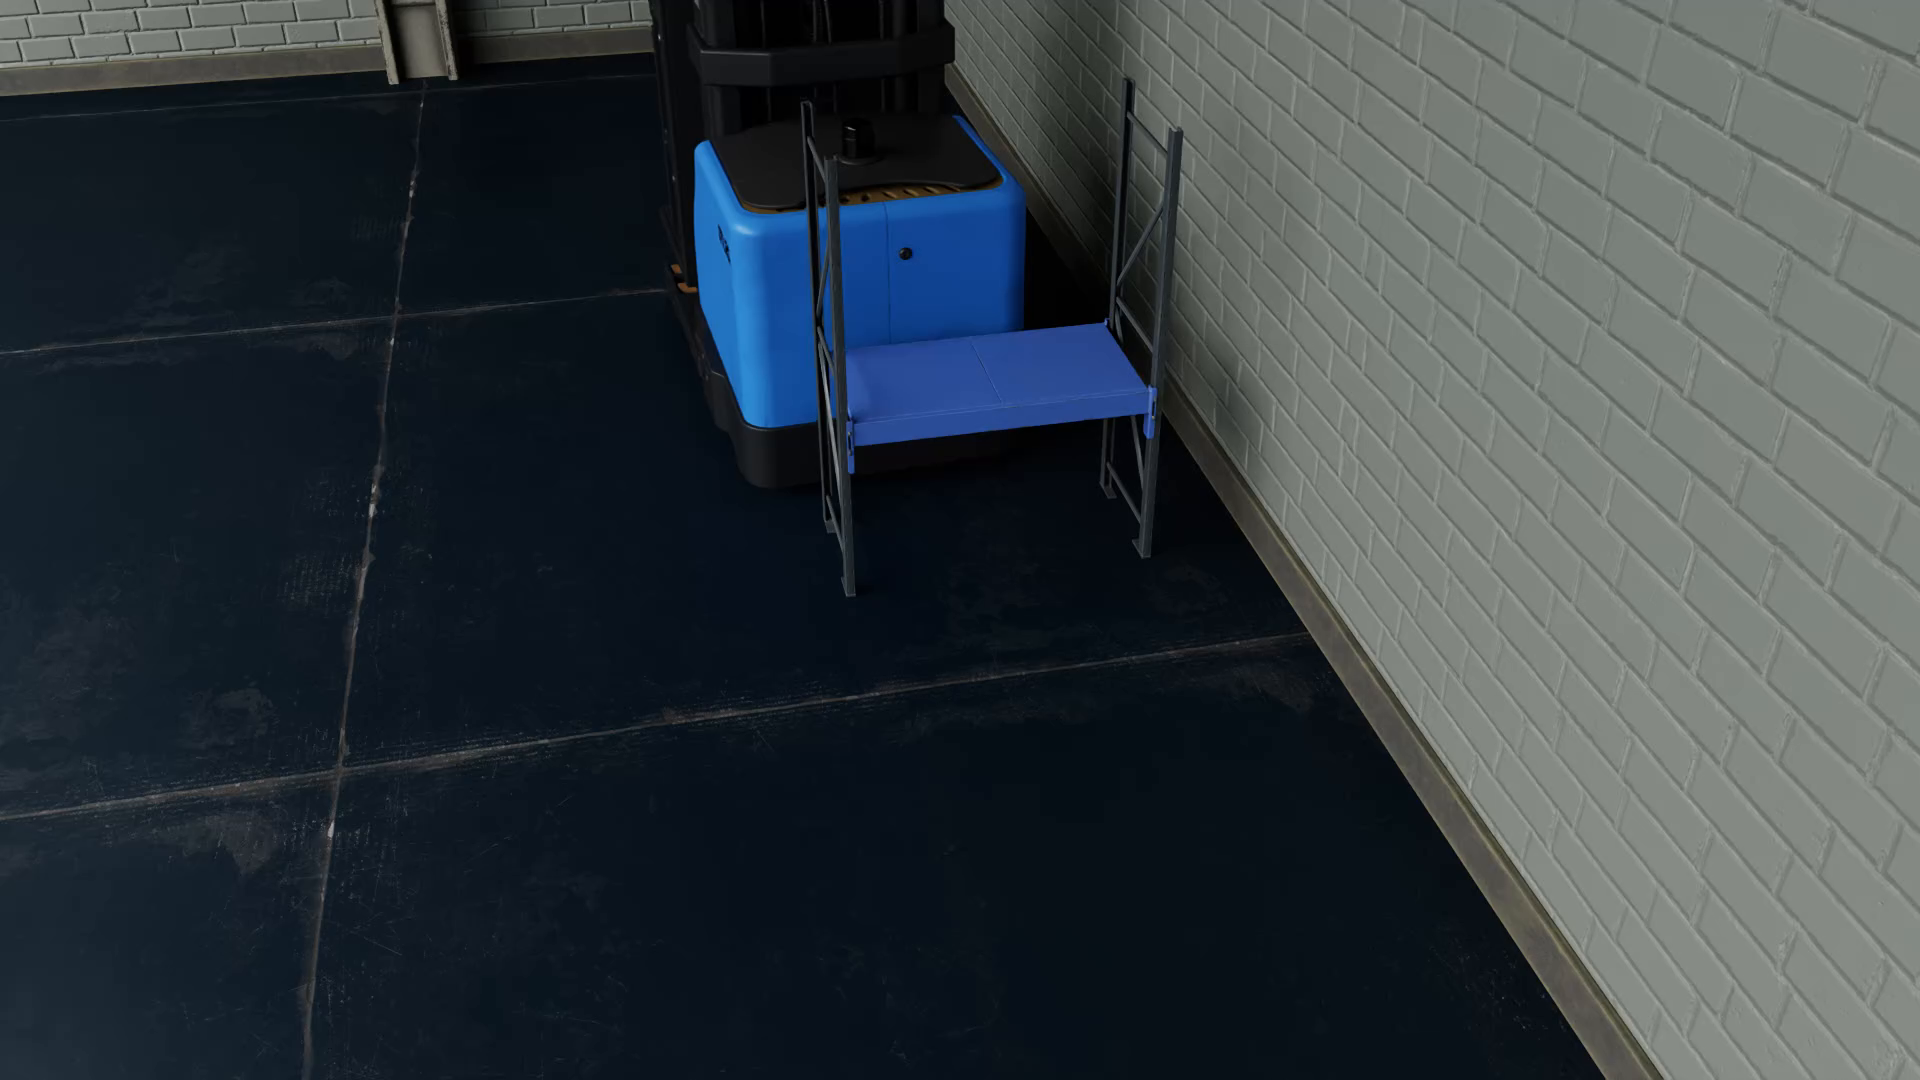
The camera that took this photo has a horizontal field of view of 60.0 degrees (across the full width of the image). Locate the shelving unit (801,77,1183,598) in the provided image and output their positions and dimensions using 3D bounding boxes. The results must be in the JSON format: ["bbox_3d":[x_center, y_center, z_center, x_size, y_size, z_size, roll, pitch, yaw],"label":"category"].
[{"bbox_3d":[0.083,-0.633,5.348,1.048,1.500,0.538,-7,35,-11],"label":"shelving unit"}]

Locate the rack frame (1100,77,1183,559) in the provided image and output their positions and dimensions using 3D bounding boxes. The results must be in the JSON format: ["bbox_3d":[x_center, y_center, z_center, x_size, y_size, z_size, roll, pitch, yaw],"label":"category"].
[{"bbox_3d":[0.579,-0.696,5.441,0.032,1.500,0.500,-7,35,-11],"label":"rack frame"}]

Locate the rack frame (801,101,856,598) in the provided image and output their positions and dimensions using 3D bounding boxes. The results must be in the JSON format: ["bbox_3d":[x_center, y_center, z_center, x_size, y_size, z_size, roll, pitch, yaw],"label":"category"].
[{"bbox_3d":[-0.413,-0.571,5.255,0.032,1.500,0.500,-7,35,-11],"label":"rack frame"}]

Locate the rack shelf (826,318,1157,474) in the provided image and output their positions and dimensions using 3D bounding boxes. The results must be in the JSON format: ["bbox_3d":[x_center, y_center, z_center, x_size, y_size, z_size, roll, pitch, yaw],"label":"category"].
[{"bbox_3d":[0.083,-0.484,5.448,1.000,0.185,0.538,-7,35,-11],"label":"rack shelf"}]

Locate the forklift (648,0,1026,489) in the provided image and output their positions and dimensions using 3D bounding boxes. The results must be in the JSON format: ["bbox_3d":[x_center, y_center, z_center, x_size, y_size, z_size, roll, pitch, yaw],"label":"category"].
[{"bbox_3d":[-0.667,-2.216,6.421,1.130,2.935,3.031,-9,35,-14],"label":"forklift"}]

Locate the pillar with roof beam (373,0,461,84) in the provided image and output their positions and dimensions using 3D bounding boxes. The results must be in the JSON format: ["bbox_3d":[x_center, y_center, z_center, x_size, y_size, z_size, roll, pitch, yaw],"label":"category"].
[{"bbox_3d":[-2.226,-4.168,3.886,0.400,9.000,9.100,-7,35,-11],"label":"pillar with roof beam"}]
